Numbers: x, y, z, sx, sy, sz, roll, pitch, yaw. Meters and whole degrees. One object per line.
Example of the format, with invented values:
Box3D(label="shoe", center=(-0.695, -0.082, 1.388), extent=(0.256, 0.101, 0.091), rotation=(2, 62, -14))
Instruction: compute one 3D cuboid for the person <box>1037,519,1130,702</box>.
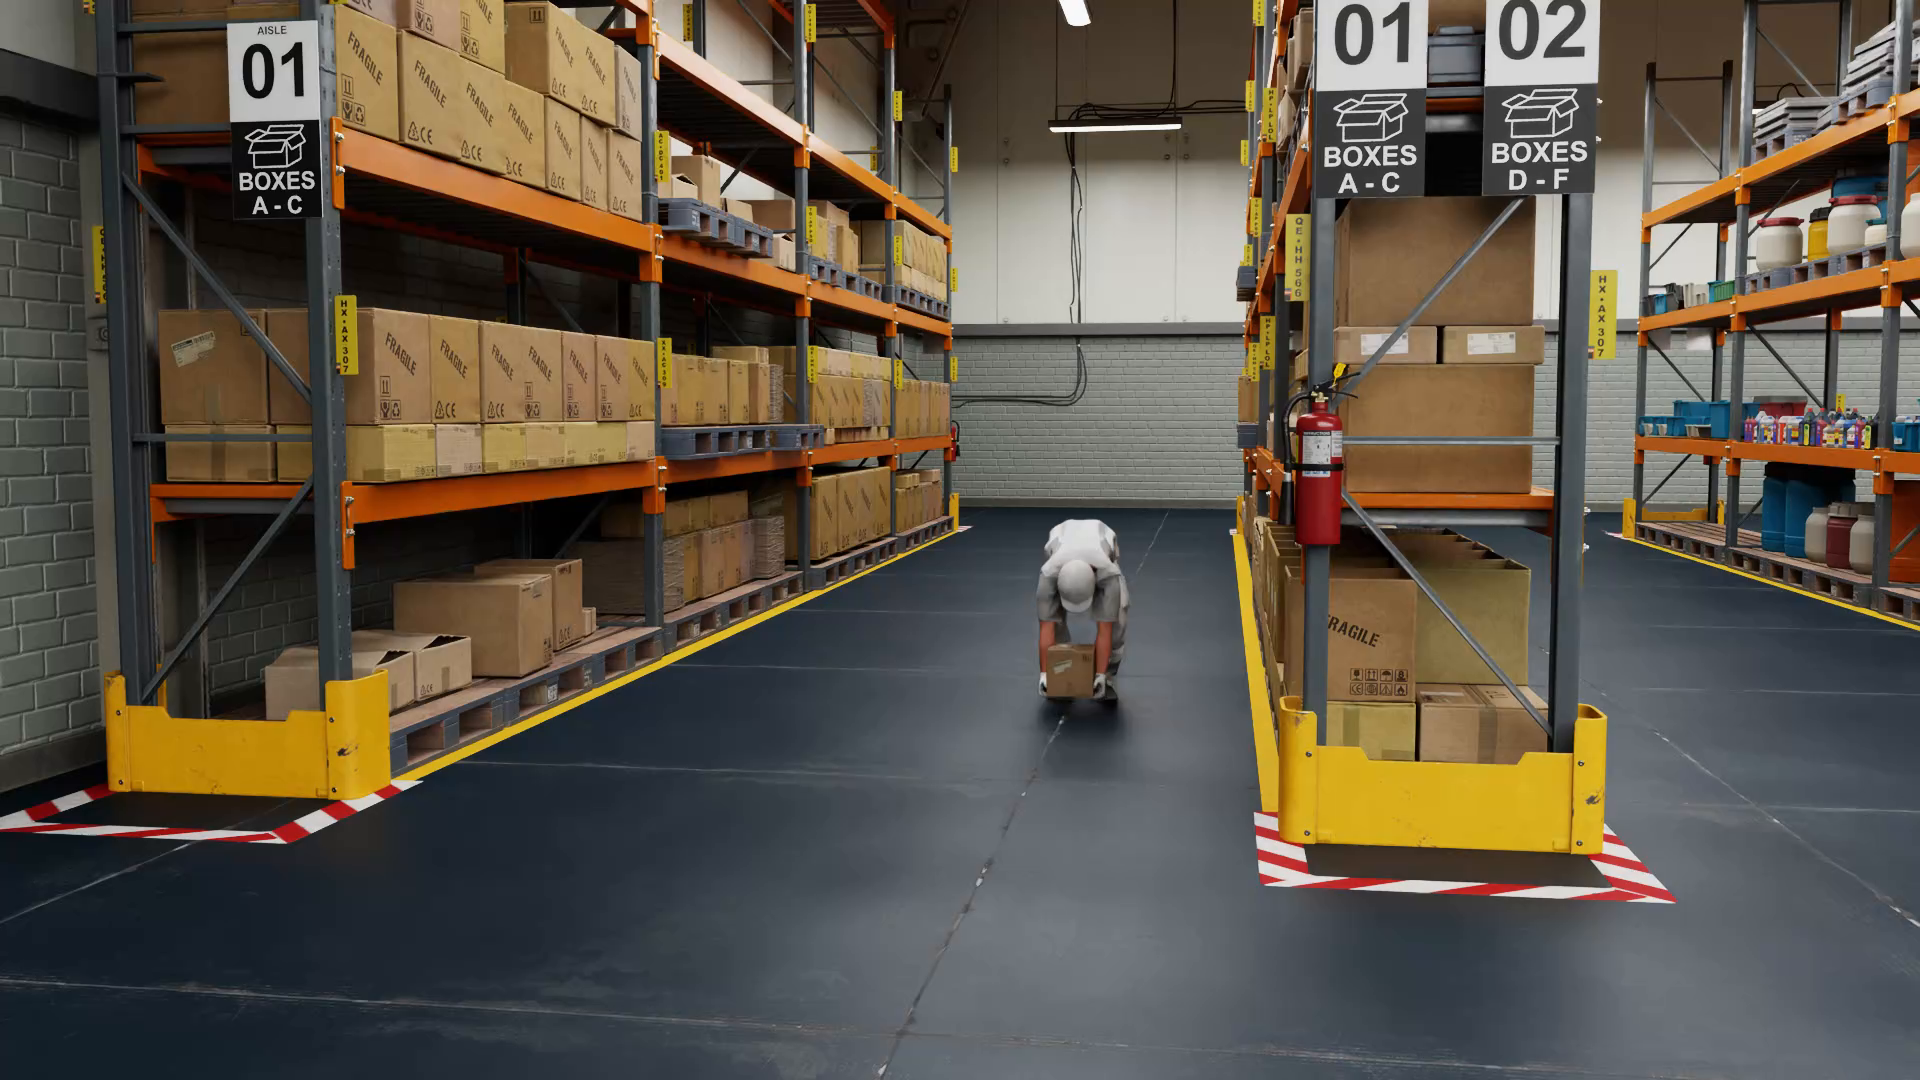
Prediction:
Box3D(label="person", center=(0.678, 0.406, 9.177), extent=(0.523, 1.010, 0.953), rotation=(0, 4, 6))
